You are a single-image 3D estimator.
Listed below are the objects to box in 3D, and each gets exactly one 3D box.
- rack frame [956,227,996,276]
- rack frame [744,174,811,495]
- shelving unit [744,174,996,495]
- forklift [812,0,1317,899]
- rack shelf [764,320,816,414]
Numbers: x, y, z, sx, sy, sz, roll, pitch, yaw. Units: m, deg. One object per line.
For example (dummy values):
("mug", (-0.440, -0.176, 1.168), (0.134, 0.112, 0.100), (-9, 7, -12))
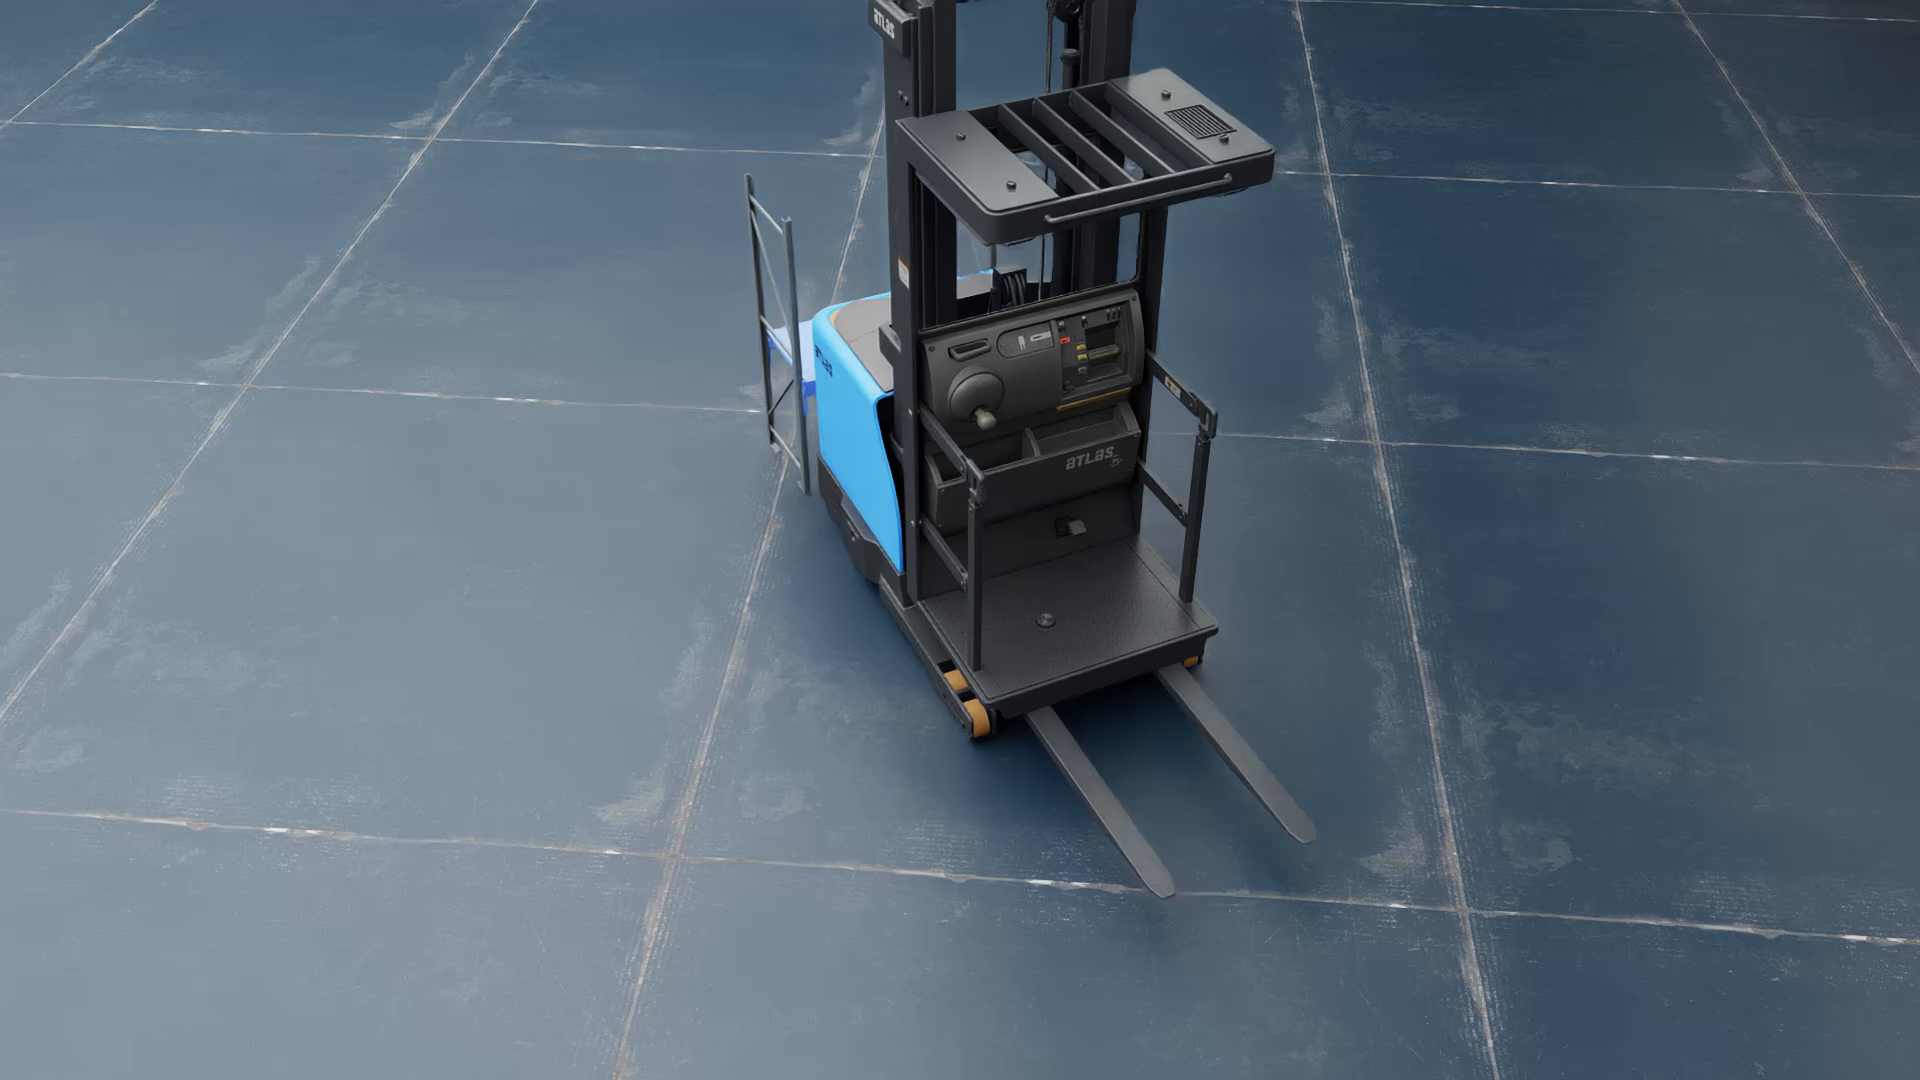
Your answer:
("rack frame", (0.045, -1.240, 8.255), (0.032, 1.500, 0.500), (-18, 42, -21))
("rack frame", (-0.861, -0.949, 7.899), (0.032, 1.500, 0.500), (-18, 42, -21))
("shelving unit", (-0.408, -1.094, 8.077), (1.048, 1.500, 0.538), (-18, 42, -21))
("forklift", (0.394, -0.628, 6.370), (1.130, 2.935, 3.031), (-16, 42, -19))
("rack shelf", (-0.408, -0.955, 8.190), (1.000, 0.185, 0.538), (-18, 42, -21))
